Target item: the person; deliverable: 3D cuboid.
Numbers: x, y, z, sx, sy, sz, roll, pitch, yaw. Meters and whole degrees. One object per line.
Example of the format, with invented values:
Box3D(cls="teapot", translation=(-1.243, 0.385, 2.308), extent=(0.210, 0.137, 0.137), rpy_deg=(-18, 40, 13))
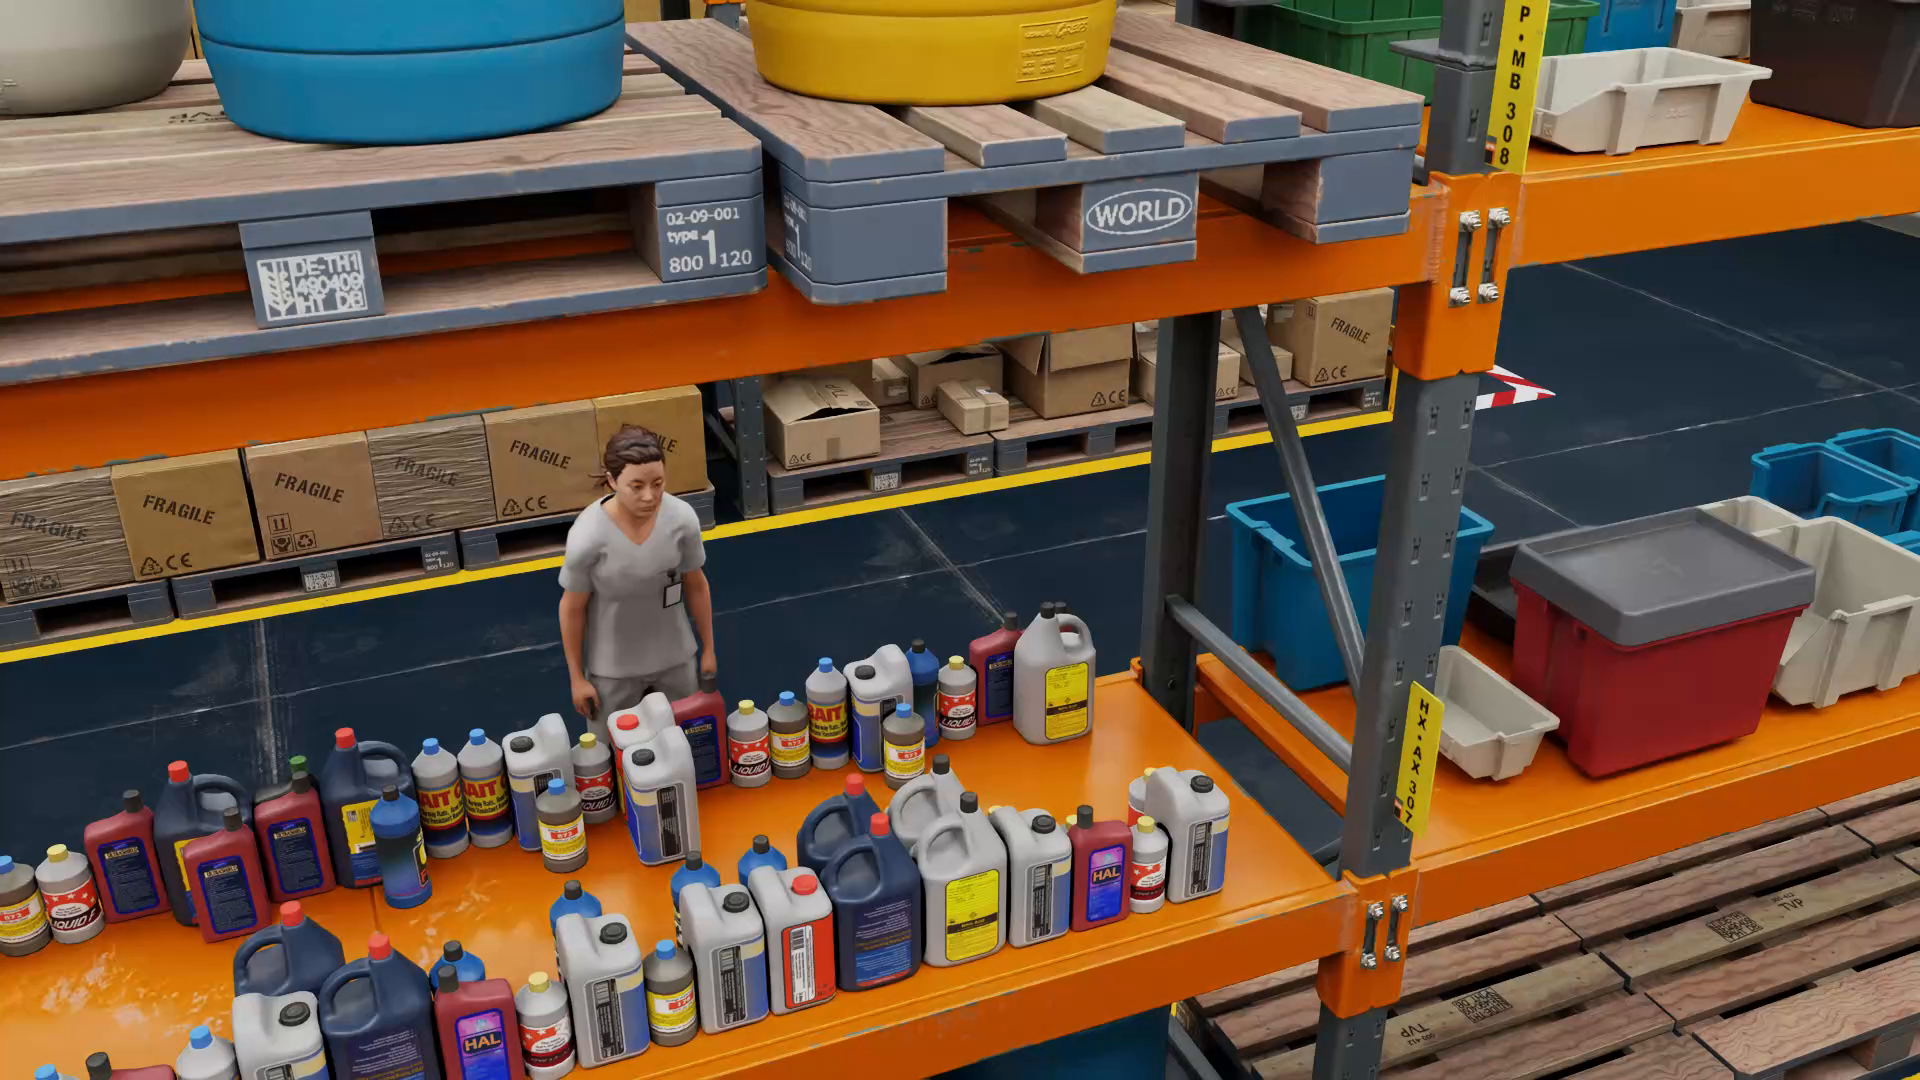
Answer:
Box3D(cls="person", translation=(-1.008, 0.411, 5.273), extent=(0.504, 1.671, 0.362), rpy_deg=(-12, 29, -23))
